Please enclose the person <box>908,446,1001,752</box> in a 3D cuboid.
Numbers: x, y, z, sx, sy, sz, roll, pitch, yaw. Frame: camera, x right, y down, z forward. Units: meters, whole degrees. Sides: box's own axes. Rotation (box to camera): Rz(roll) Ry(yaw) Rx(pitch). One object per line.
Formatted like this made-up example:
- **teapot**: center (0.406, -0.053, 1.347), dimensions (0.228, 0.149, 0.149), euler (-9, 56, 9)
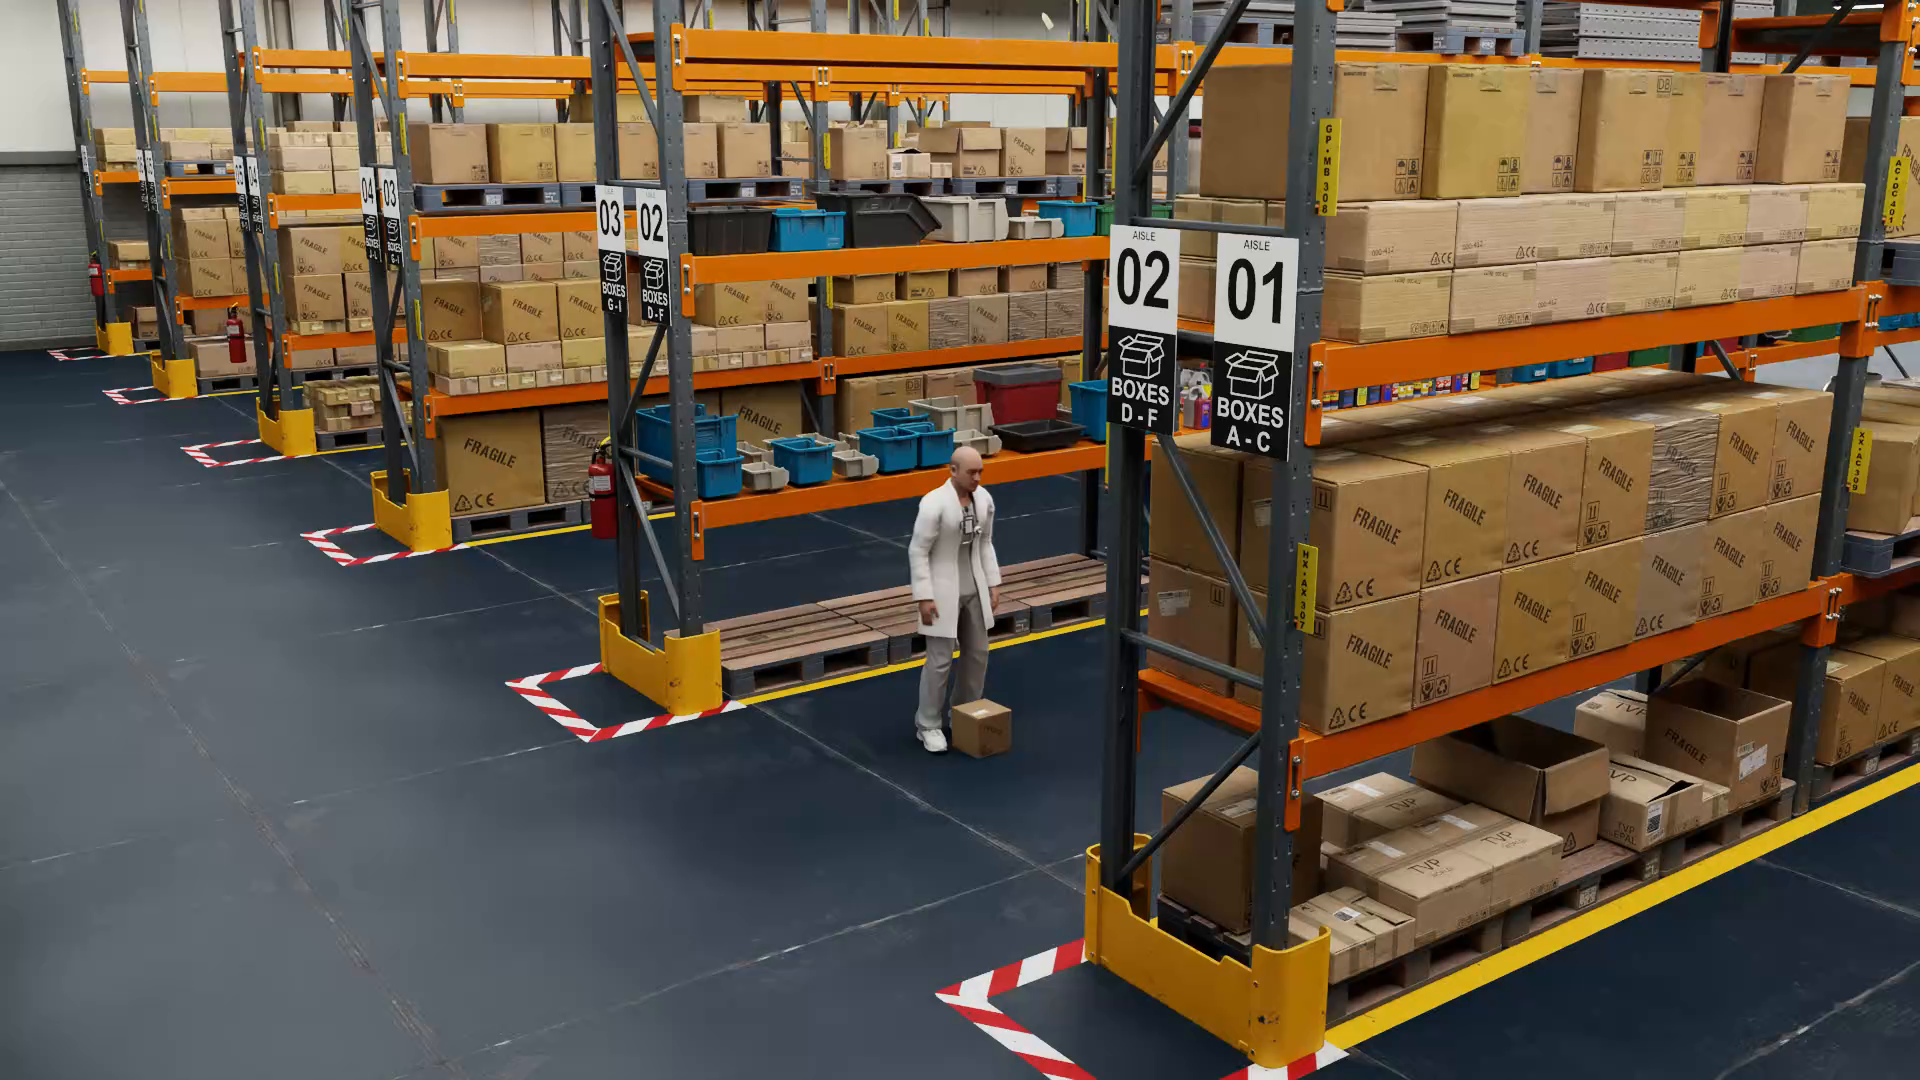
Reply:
- **person**: center (-0.013, 0.319, 9.783), dimensions (0.651, 1.773, 0.428), euler (-11, 18, -38)
